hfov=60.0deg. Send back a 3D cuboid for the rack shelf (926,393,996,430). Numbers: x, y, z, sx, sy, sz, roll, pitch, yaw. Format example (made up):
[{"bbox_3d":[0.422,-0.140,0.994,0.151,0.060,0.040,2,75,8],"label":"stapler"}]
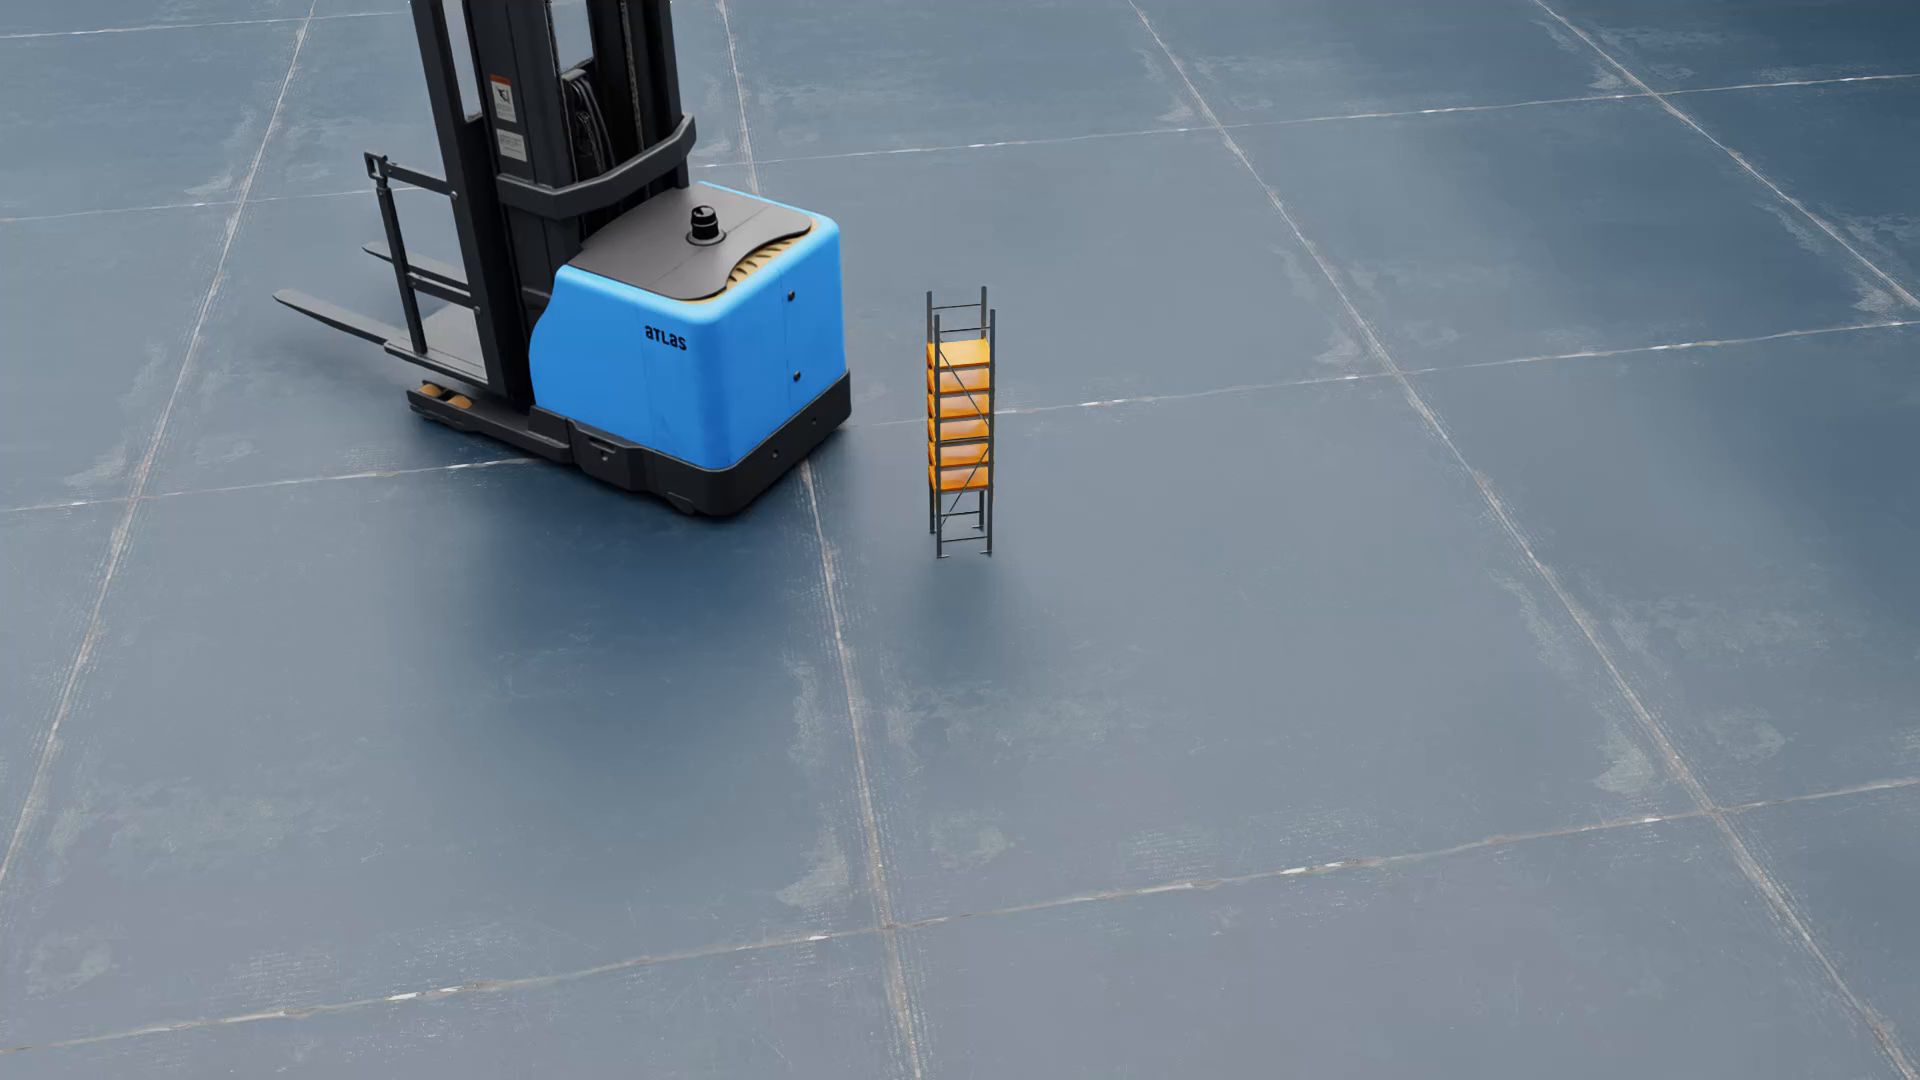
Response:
[{"bbox_3d":[0.003,-0.525,6.824,0.258,0.103,0.180,-6,38,-8],"label":"rack shelf"}]

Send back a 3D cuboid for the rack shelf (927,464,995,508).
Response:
[{"bbox_3d":[0.003,-0.240,7.045,0.258,0.103,0.180,-6,38,-8],"label":"rack shelf"}]

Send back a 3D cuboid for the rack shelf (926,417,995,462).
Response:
[{"bbox_3d":[0.003,-0.430,6.898,0.258,0.103,0.180,-6,38,-8],"label":"rack shelf"}]

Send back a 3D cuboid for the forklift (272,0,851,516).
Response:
[{"bbox_3d":[-2.046,-1.933,7.349,3.031,2.935,1.130,20,42,24],"label":"forklift"}]

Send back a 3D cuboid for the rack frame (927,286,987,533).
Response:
[{"bbox_3d":[-0.013,-0.520,6.942,0.240,1.200,0.006,-6,38,-8],"label":"rack frame"}]

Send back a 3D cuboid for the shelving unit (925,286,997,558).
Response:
[{"bbox_3d":[0.003,-0.465,6.871,0.258,1.200,0.189,-6,38,-8],"label":"shelving unit"}]

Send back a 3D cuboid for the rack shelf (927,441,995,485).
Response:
[{"bbox_3d":[0.003,-0.335,6.972,0.258,0.103,0.180,-6,38,-8],"label":"rack shelf"}]

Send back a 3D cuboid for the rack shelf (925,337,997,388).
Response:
[{"bbox_3d":[0.003,-0.714,6.677,0.258,0.103,0.180,-6,38,-8],"label":"rack shelf"}]

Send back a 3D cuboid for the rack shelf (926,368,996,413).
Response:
[{"bbox_3d":[0.003,-0.620,6.751,0.258,0.103,0.180,-6,38,-8],"label":"rack shelf"}]

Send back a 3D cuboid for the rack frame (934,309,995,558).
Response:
[{"bbox_3d":[0.019,-0.410,6.800,0.240,1.200,0.006,-6,38,-8],"label":"rack frame"}]
